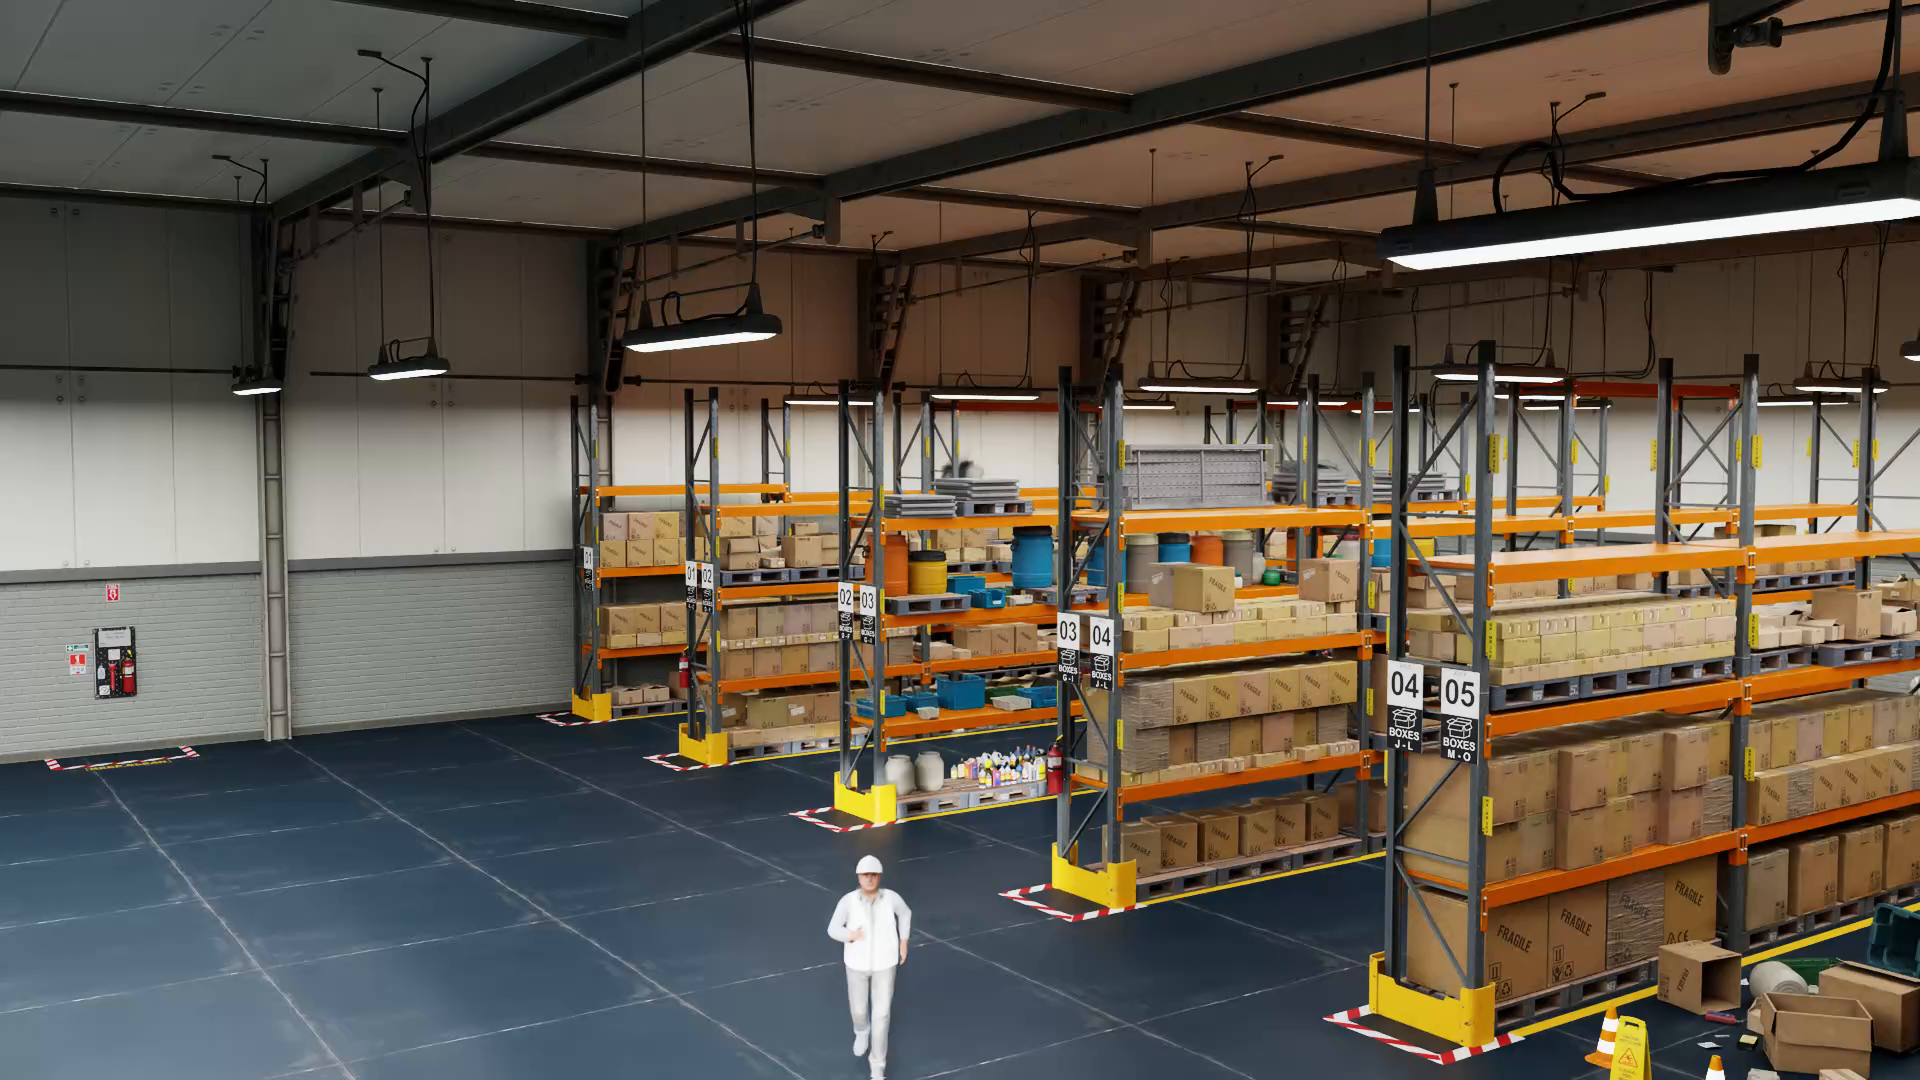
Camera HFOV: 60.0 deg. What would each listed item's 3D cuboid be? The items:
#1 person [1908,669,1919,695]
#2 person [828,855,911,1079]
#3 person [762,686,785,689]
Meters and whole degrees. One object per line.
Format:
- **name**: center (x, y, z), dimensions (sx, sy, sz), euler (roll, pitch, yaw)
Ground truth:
- **person**: center (15.481, 2.741, 26.305), dimensions (0.836, 1.736, 0.674), euler (3, 5, 42)
- **person**: center (-0.730, 3.437, 13.491), dimensions (0.683, 1.777, 0.927), euler (0, 3, -3)
- **person**: center (-3.248, 2.509, 29.544), dimensions (0.759, 1.829, 0.671), euler (-3, 4, -38)
